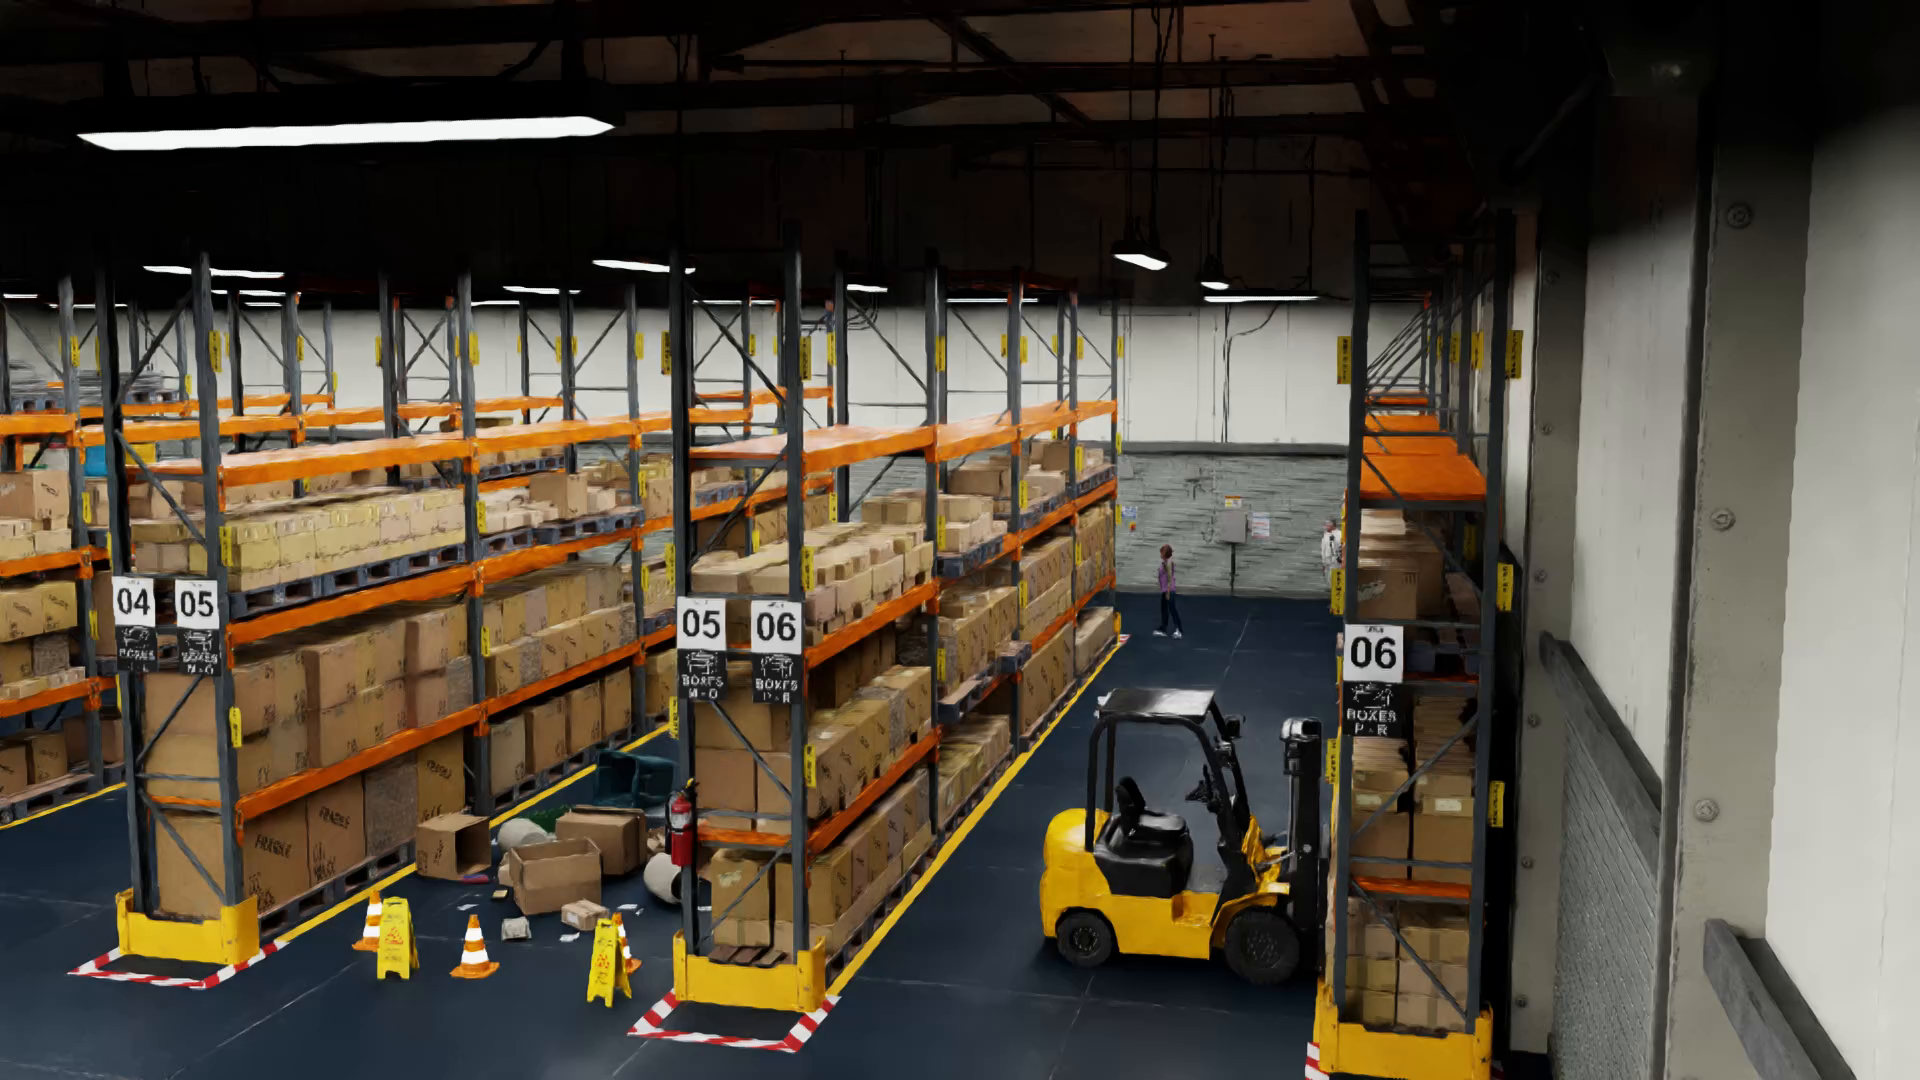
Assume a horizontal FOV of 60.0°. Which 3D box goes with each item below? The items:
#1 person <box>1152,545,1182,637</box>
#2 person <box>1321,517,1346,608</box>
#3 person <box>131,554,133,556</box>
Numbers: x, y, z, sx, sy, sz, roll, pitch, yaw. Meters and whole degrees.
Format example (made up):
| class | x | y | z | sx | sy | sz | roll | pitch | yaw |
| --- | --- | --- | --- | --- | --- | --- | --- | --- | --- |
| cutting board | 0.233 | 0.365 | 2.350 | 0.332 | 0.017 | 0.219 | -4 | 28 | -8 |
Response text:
| class | x | y | z | sx | sy | sz | roll | pitch | yaw |
| --- | --- | --- | --- | --- | --- | --- | --- | --- | --- |
| person | 3.599 | 0.877 | 28.726 | 0.492 | 1.593 | 0.535 | 0 | 7 | 1 |
| person | 7.133 | 0.430 | 31.717 | 0.447 | 1.739 | 0.650 | -3 | 8 | -24 |
| person | -18.031 | -0.035 | 35.860 | 0.617 | 1.664 | 0.477 | -3 | 8 | -26 |
